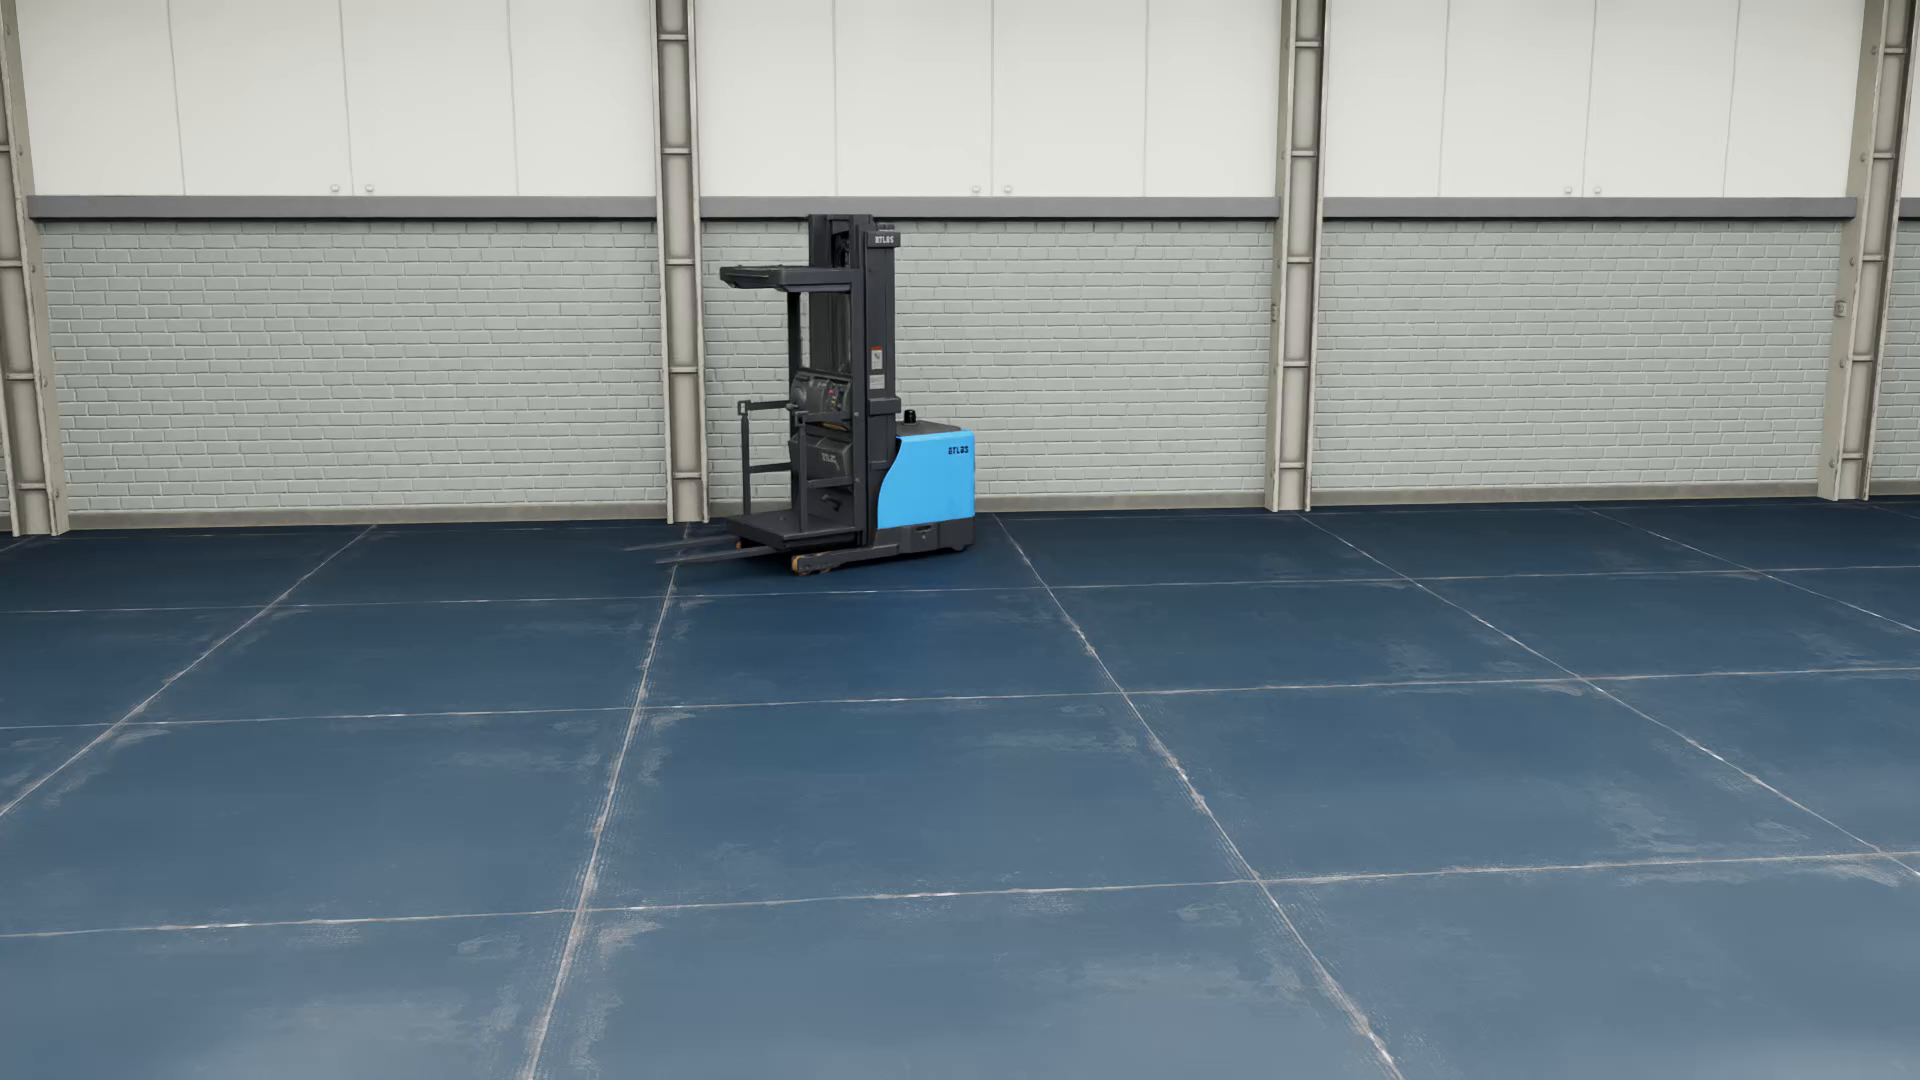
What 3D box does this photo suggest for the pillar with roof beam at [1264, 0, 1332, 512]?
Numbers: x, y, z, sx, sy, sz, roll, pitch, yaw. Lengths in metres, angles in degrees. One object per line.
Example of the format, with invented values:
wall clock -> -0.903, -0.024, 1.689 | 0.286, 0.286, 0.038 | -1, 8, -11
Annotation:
pillar with roof beam -> 3.783, -3.908, 11.803 | 0.400, 9.000, 9.100 | -1, 11, -6

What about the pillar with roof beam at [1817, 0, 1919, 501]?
pillar with roof beam -> 9.748, -4.033, 12.439 | 0.400, 9.000, 9.100 | -1, 11, -6

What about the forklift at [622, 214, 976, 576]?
forklift -> -1.358, -1.258, 14.053 | 3.031, 2.935, 1.130 | -8, 14, -34

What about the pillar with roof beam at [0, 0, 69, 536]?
pillar with roof beam -> -8.147, -3.658, 10.531 | 0.400, 9.000, 9.100 | -1, 11, -6

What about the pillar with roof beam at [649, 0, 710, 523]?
pillar with roof beam -> -2.182, -3.783, 11.167 | 0.400, 9.000, 9.100 | -1, 11, -6
